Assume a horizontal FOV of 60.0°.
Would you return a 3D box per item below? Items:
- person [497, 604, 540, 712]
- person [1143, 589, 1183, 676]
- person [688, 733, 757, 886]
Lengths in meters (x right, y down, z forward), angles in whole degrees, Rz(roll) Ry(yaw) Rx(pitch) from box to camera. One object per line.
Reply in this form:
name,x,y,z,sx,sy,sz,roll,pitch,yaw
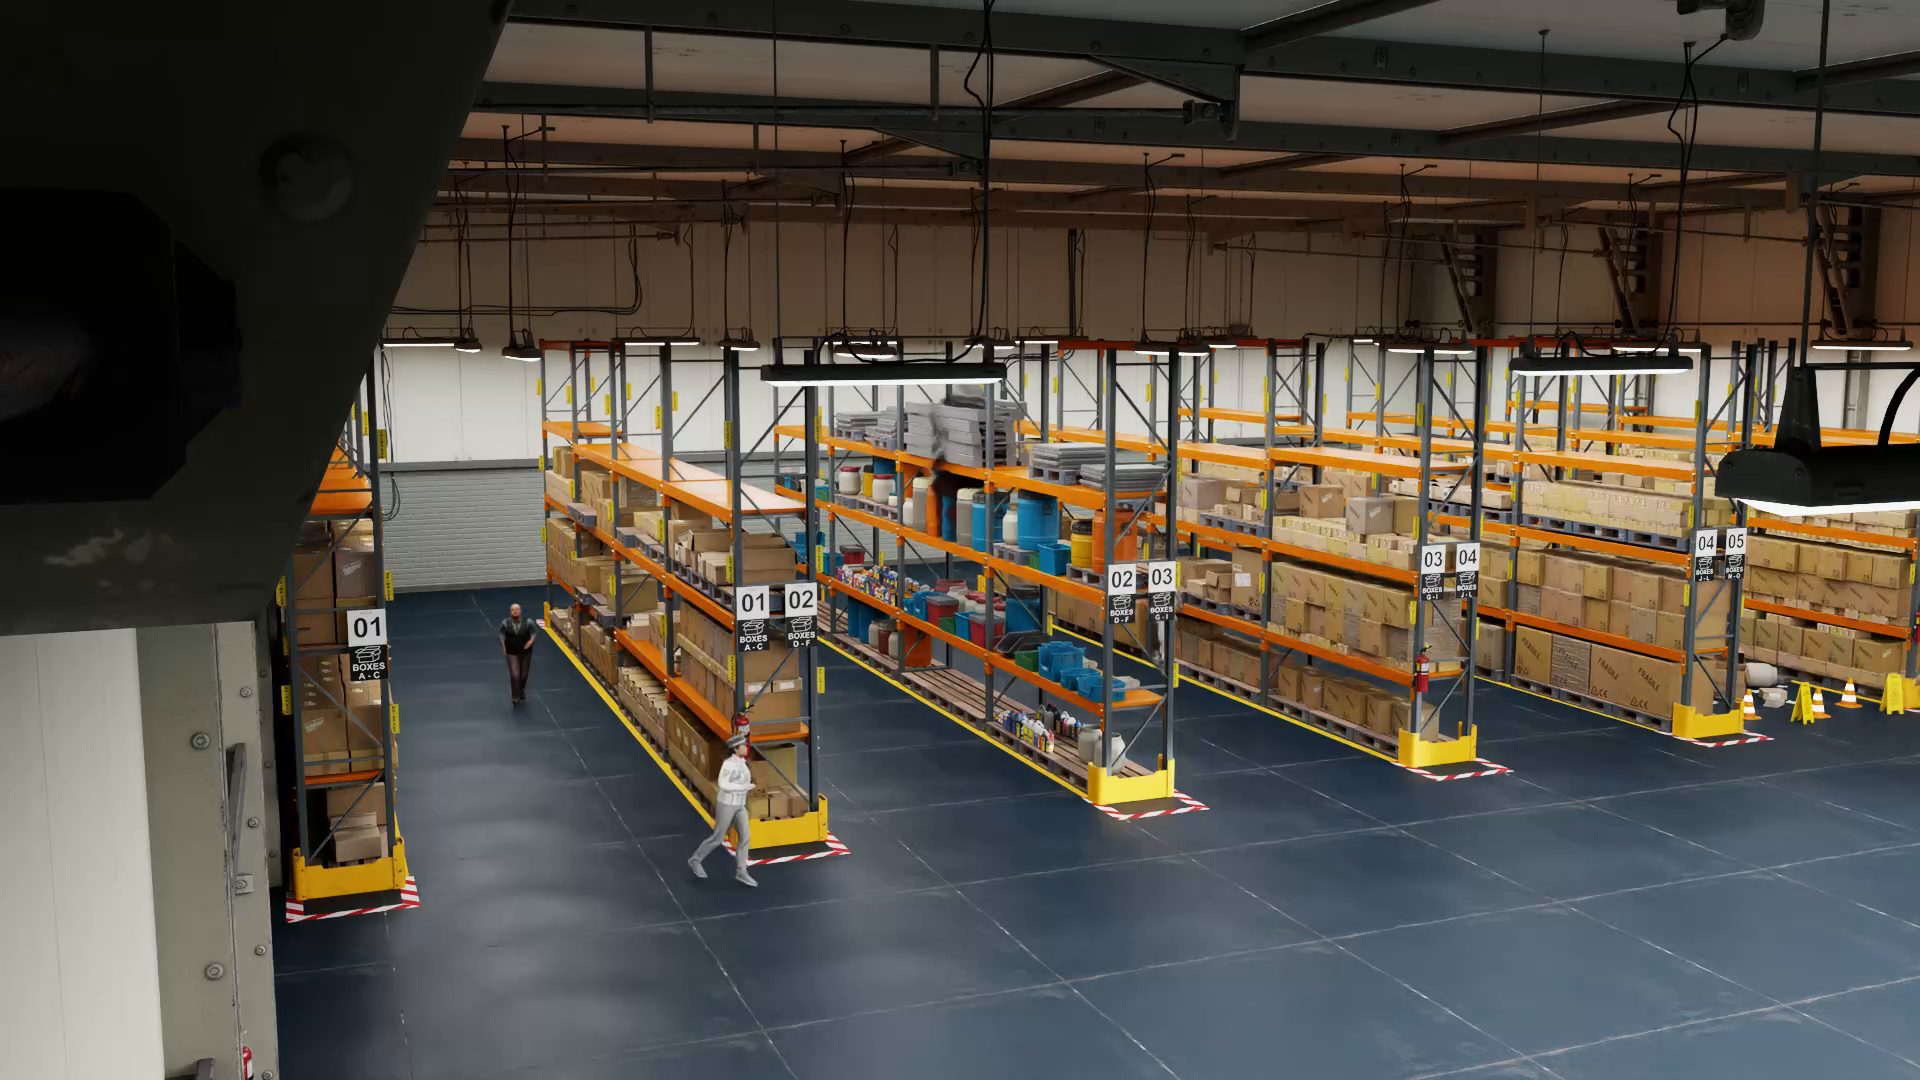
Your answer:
person,-7.303,1.914,27.553,0.675,1.774,0.774,-2,8,-17
person,3.554,1.434,28.649,0.667,1.797,0.893,-3,8,-24
person,-2.620,3.043,19.000,0.874,1.680,0.580,3,8,22
